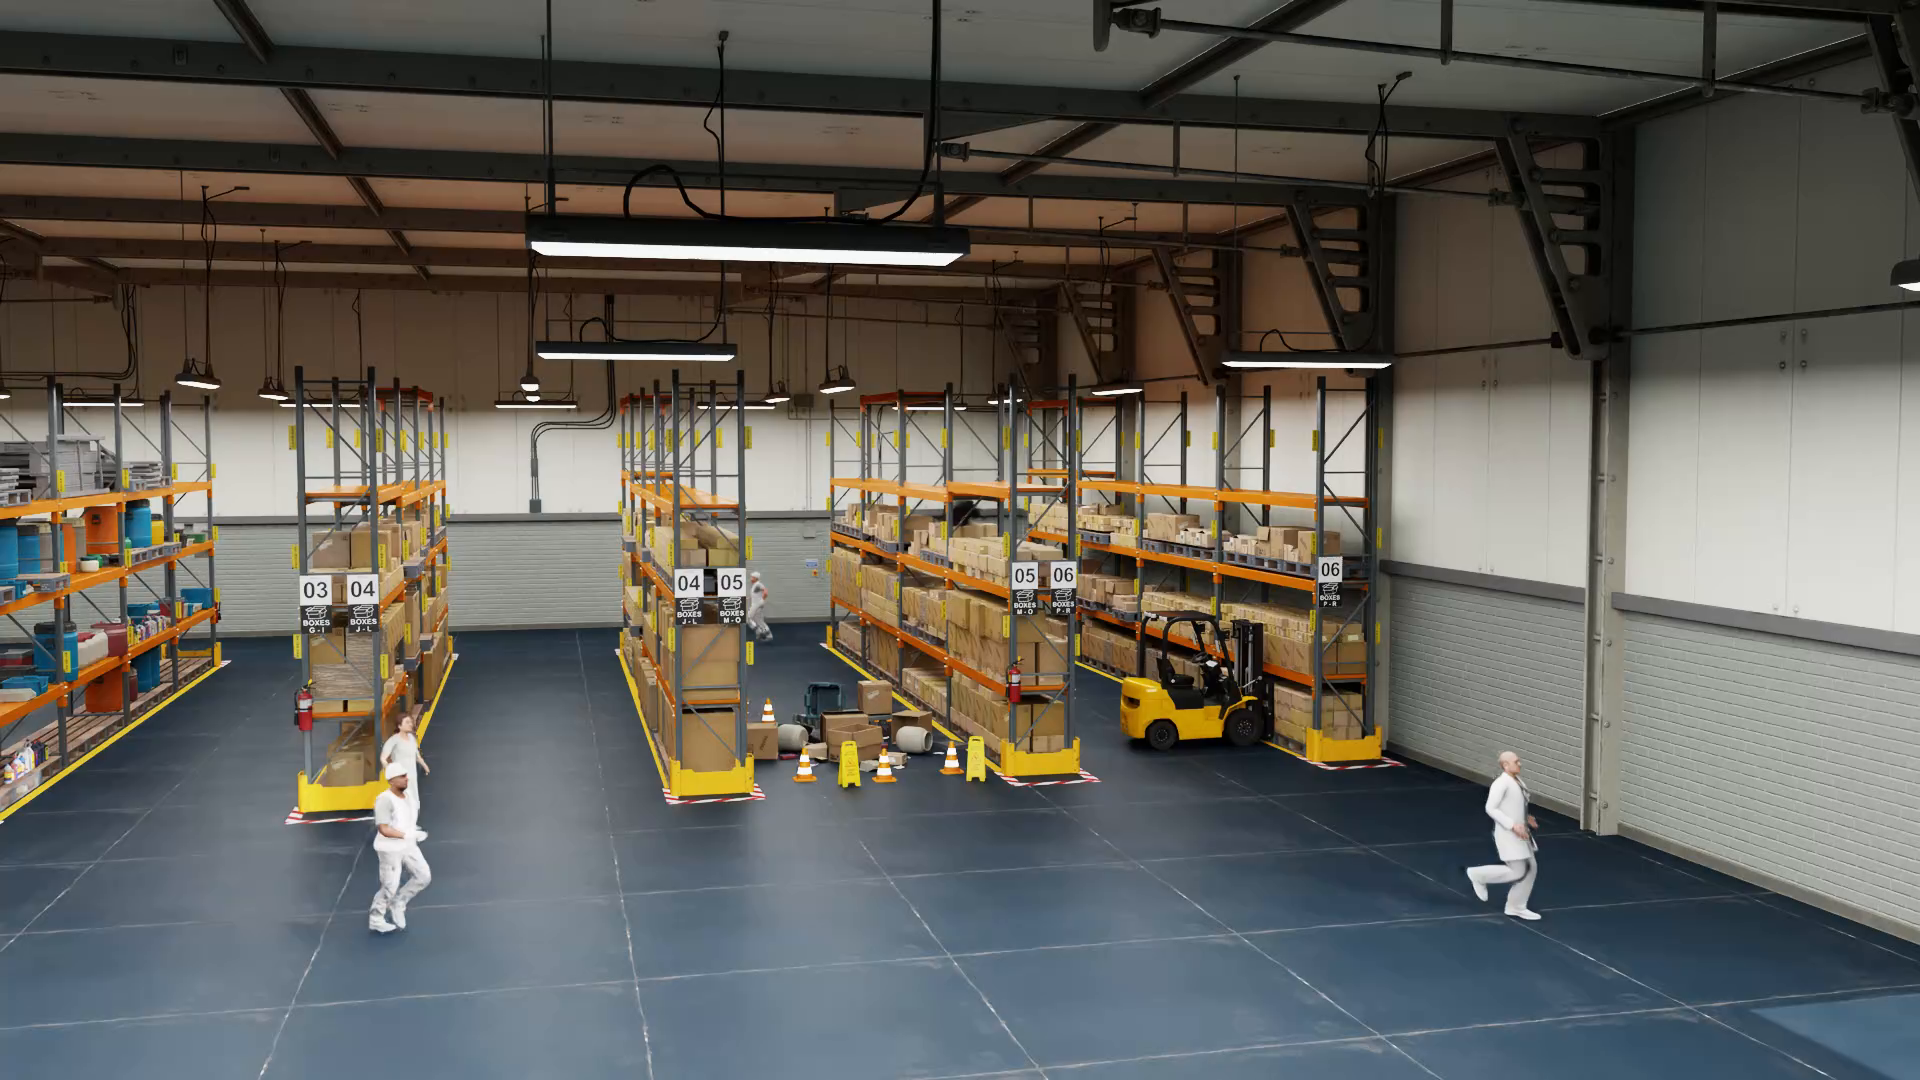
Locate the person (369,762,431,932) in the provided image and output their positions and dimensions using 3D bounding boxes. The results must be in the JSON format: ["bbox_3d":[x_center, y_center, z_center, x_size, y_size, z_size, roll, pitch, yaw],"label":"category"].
[{"bbox_3d":[-5.656,3.106,16.838,0.738,1.734,0.667,1,4,16],"label":"person"}]

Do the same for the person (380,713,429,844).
[{"bbox_3d":[-6.895,2.959,20.608,0.559,1.639,0.579,1,4,19],"label":"person"}]

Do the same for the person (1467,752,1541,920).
[{"bbox_3d":[5.766,3.093,17.531,0.756,1.743,0.711,3,4,39],"label":"person"}]

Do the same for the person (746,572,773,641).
[{"bbox_3d":[-5.034,1.656,41.067,0.831,1.734,0.681,-1,3,-9],"label":"person"}]
